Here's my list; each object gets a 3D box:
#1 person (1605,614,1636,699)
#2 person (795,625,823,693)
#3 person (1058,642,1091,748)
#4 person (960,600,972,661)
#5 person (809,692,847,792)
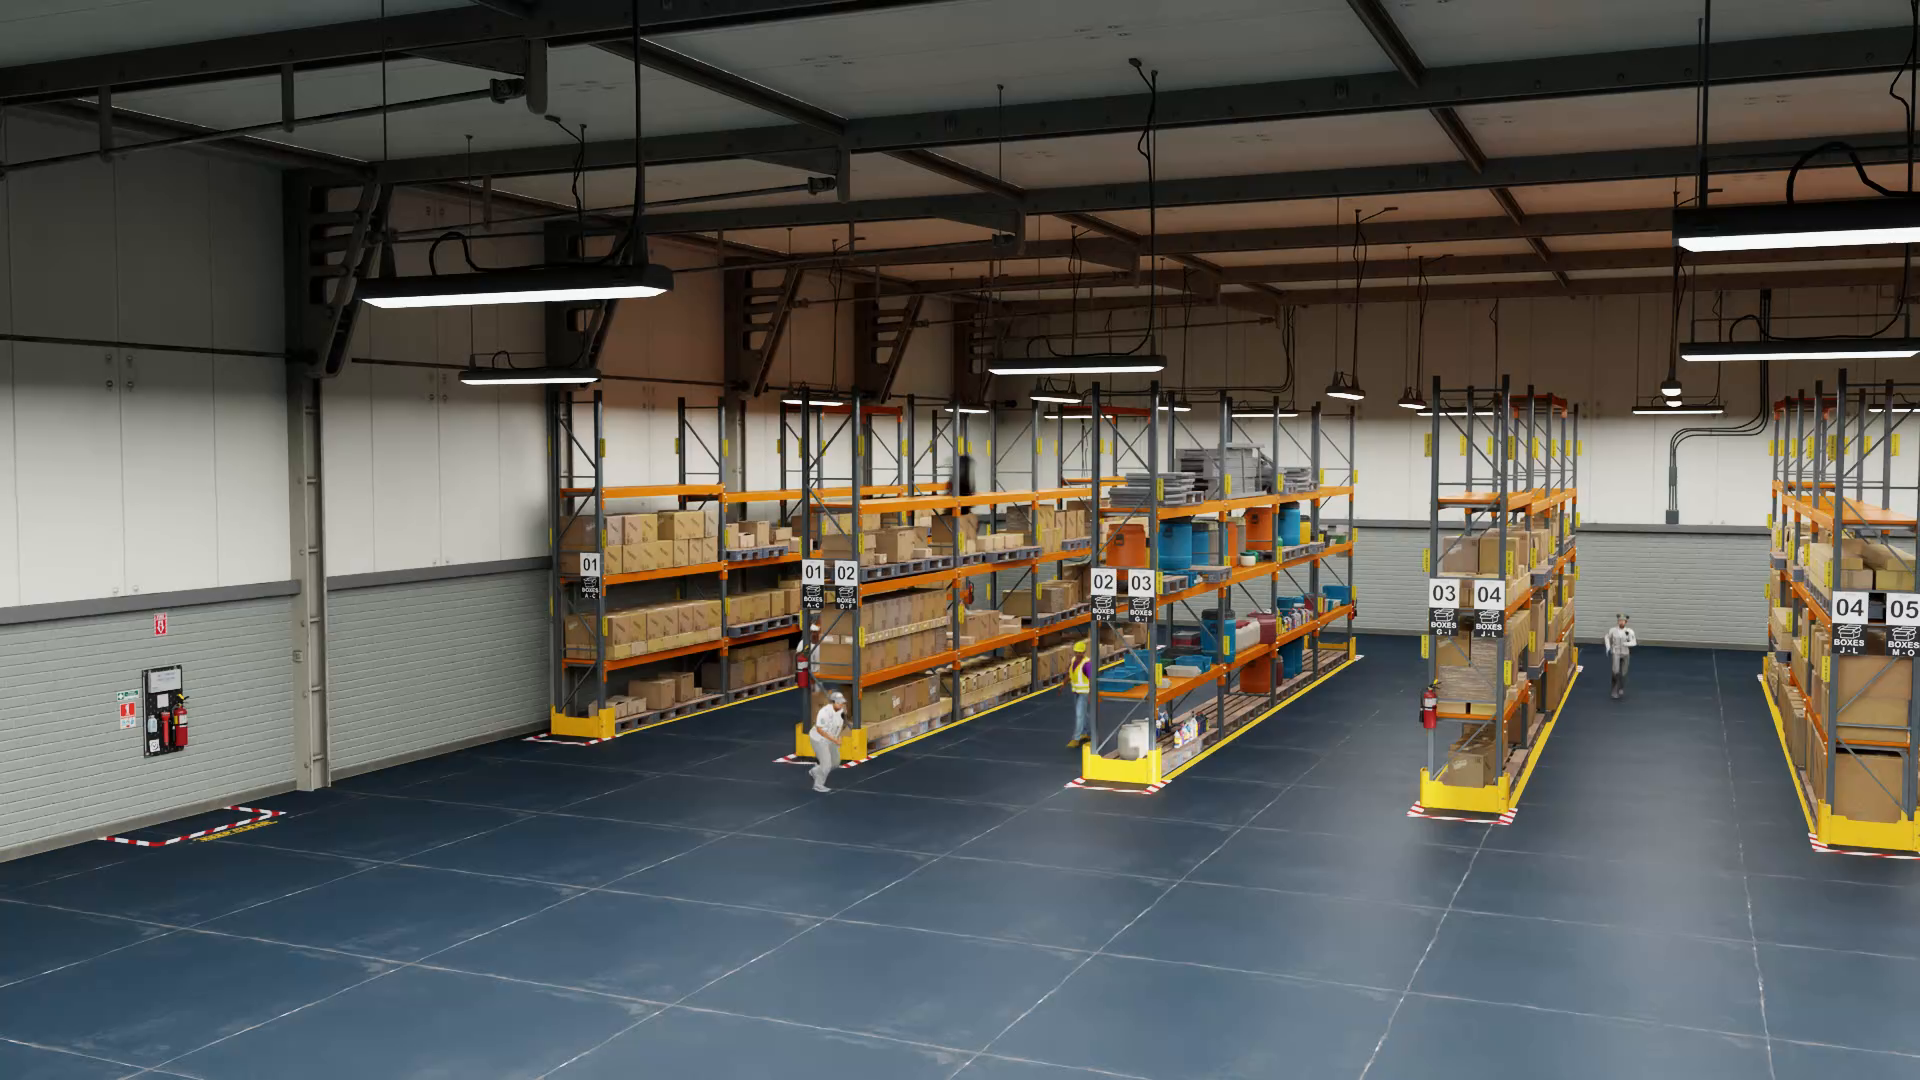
[{"bbox_3d":[13.211,2.323,33.251,0.560,1.717,0.685,1,3,16],"label":"person"},{"bbox_3d":[-2.737,2.430,31.242,0.697,1.715,0.768,0,3,2],"label":"person"},{"bbox_3d":[1.998,2.580,28.095,0.767,1.759,0.761,-2,4,-30],"label":"person"},{"bbox_3d":[0.107,2.123,37.777,0.566,1.564,0.869,1,3,13],"label":"person"},{"bbox_3d":[-1.937,2.920,24.160,0.870,1.507,0.570,2,4,38],"label":"person"}]
